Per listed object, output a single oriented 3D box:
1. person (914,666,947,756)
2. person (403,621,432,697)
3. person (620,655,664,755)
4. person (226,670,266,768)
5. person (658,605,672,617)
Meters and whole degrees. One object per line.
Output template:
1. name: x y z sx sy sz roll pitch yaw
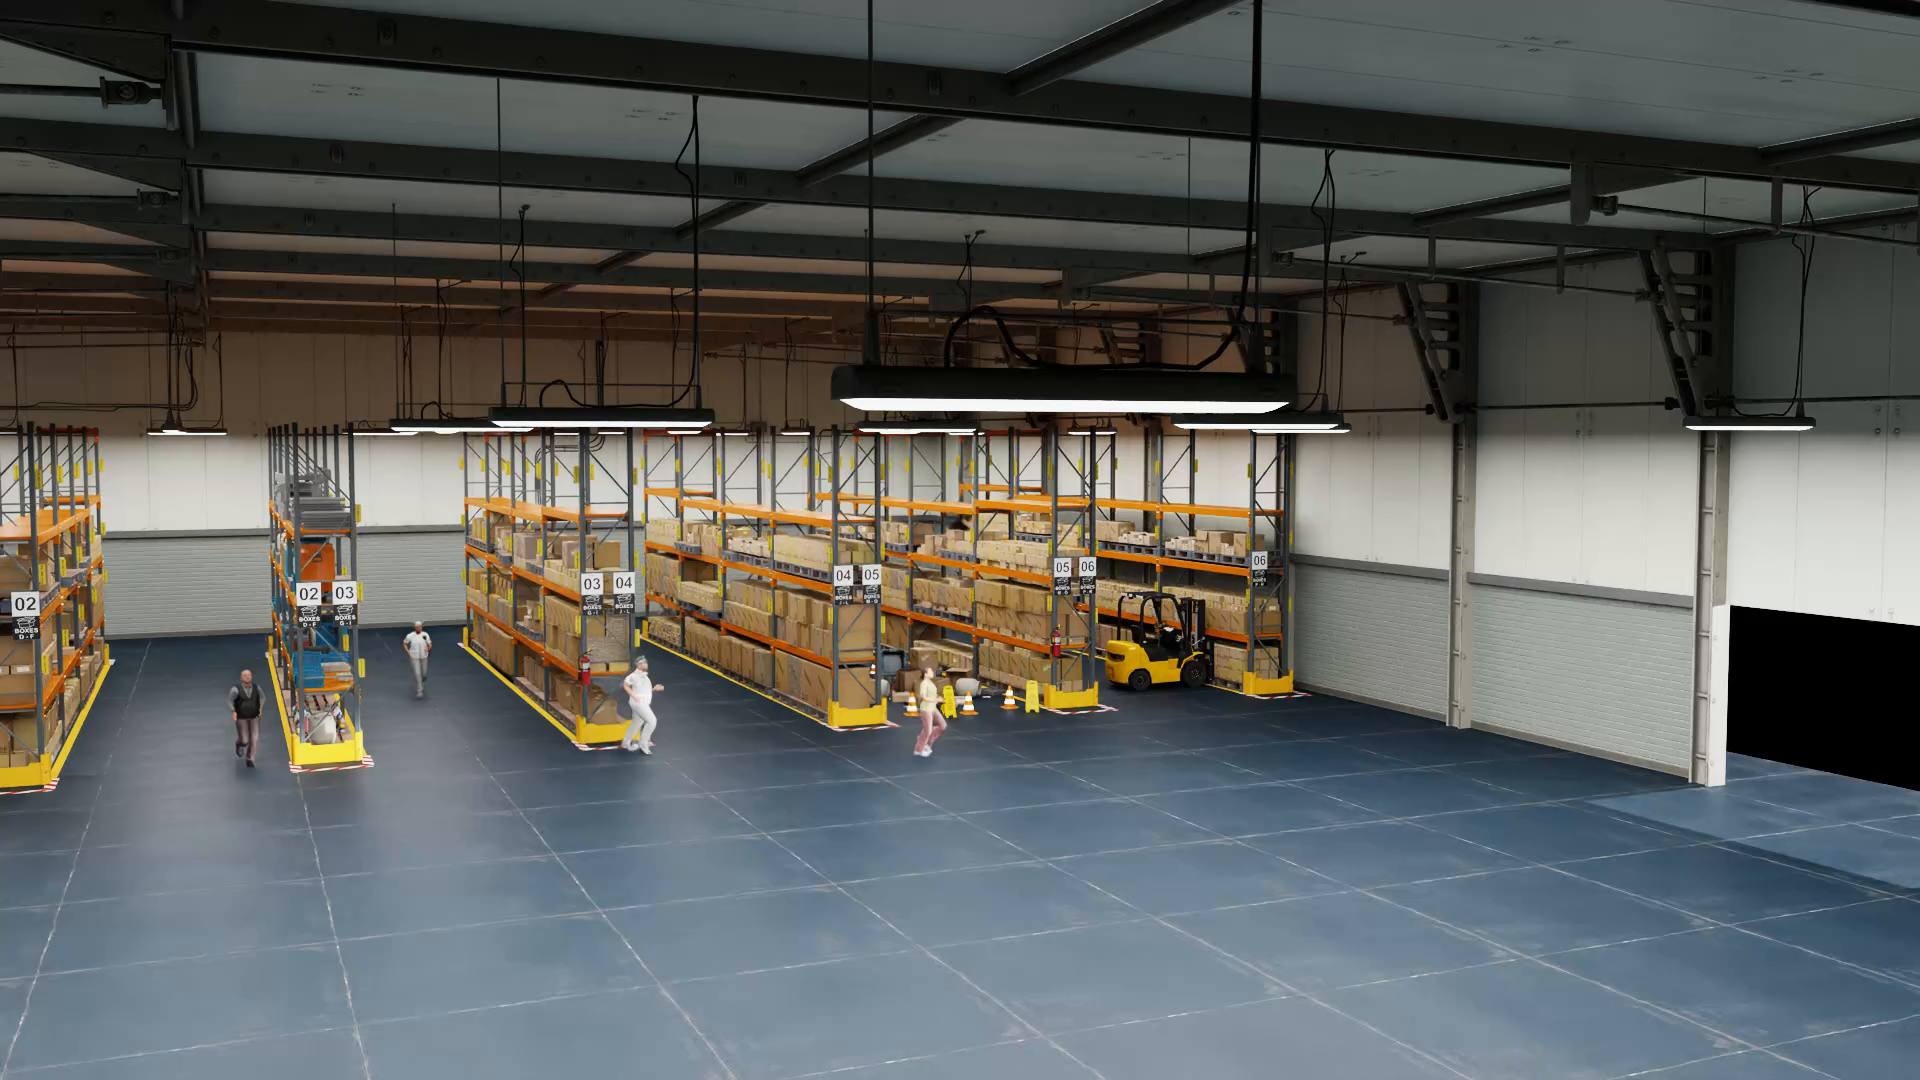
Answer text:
1. person: -0.541 3.064 29.883 0.604 1.634 0.558 1 4 21
2. person: -12.095 2.637 37.117 0.613 1.660 0.726 -2 4 -30
3. person: -5.790 3.002 30.215 0.806 1.826 0.692 0 3 -1
4. person: -12.481 3.114 29.115 0.662 1.685 0.617 -3 4 -36
5. person: -8.682 1.945 49.225 0.678 1.596 0.563 0 4 -7
